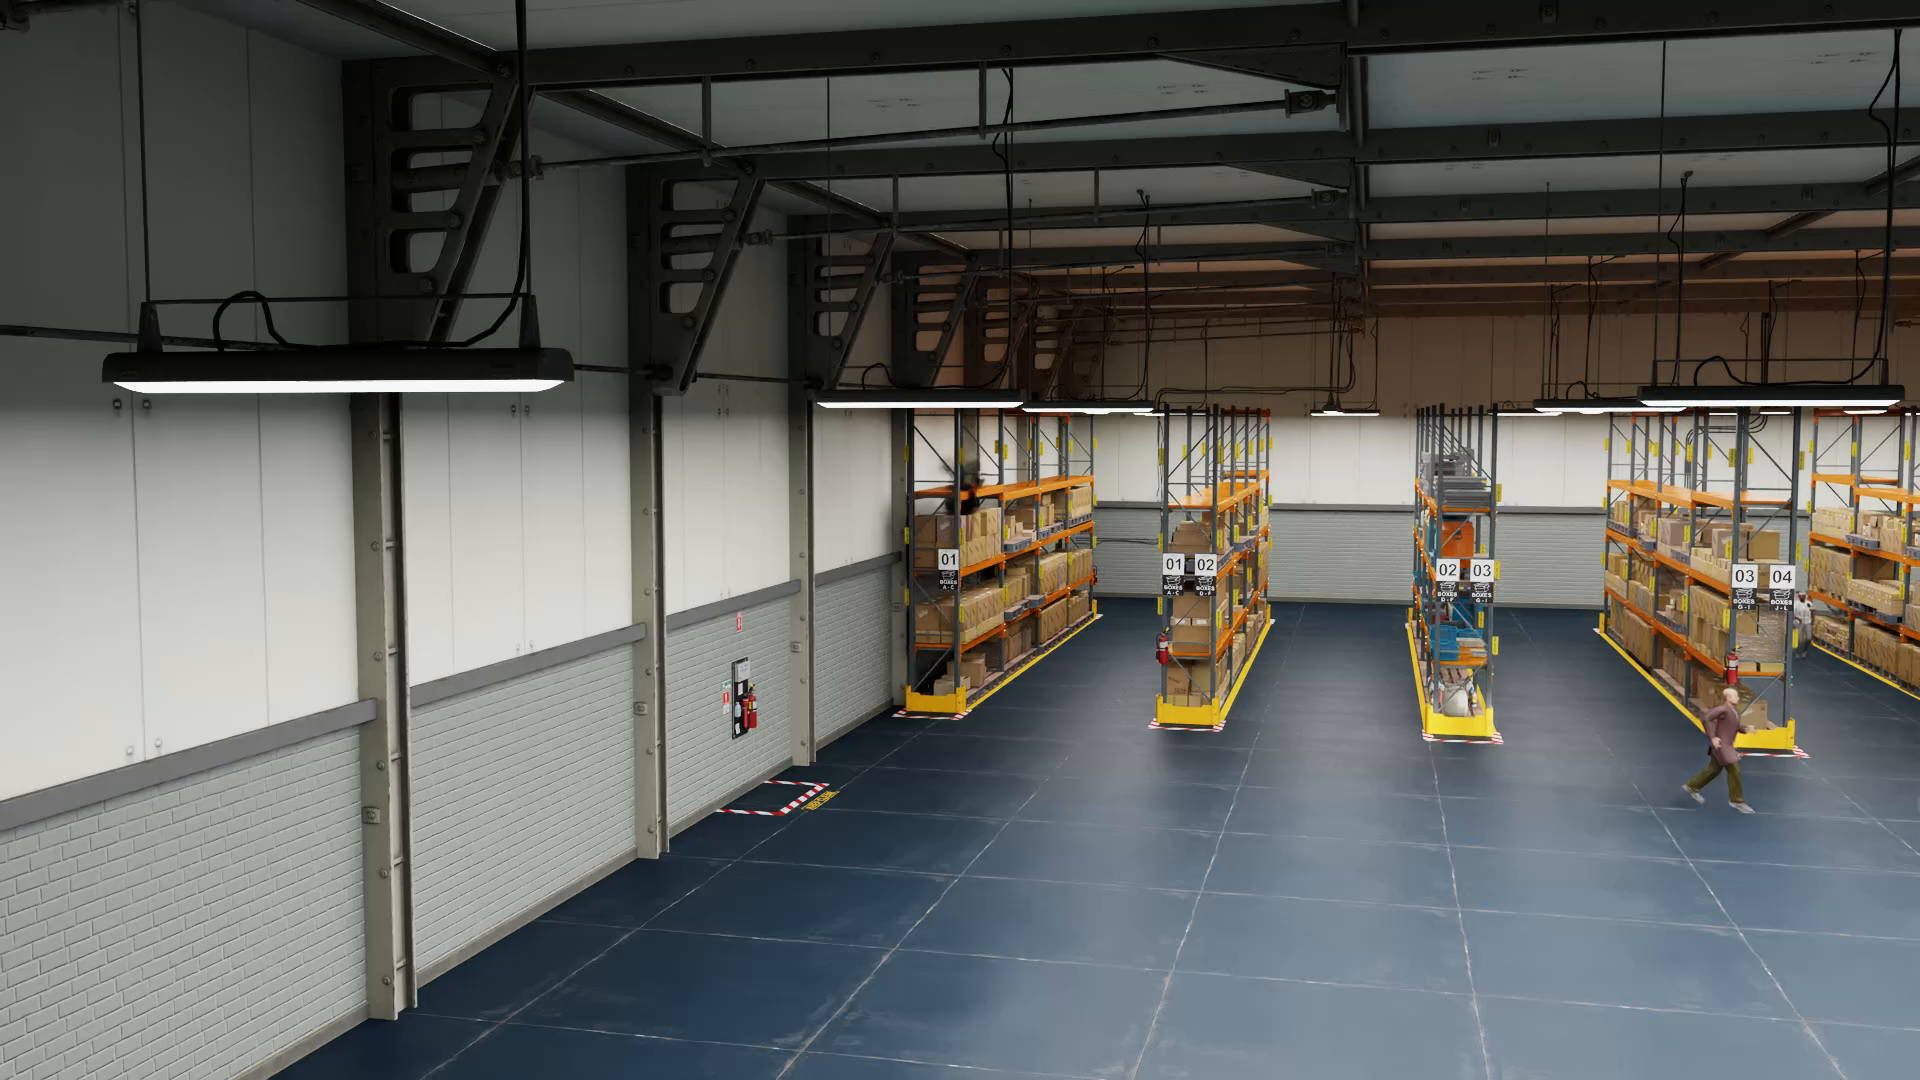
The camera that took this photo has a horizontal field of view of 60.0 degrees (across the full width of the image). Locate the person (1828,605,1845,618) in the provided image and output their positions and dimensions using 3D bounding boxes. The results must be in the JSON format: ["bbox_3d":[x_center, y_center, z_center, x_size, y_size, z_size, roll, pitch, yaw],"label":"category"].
[{"bbox_3d":[23.355,1.681,44.208,0.690,1.649,0.539,-3,5,-32],"label":"person"}]

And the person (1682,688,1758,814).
[{"bbox_3d":[11.150,3.058,24.399,1.026,1.804,0.649,3,5,34],"label":"person"}]

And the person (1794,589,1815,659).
[{"bbox_3d":[20.082,2.002,39.602,0.579,1.662,0.603,1,4,15],"label":"person"}]
